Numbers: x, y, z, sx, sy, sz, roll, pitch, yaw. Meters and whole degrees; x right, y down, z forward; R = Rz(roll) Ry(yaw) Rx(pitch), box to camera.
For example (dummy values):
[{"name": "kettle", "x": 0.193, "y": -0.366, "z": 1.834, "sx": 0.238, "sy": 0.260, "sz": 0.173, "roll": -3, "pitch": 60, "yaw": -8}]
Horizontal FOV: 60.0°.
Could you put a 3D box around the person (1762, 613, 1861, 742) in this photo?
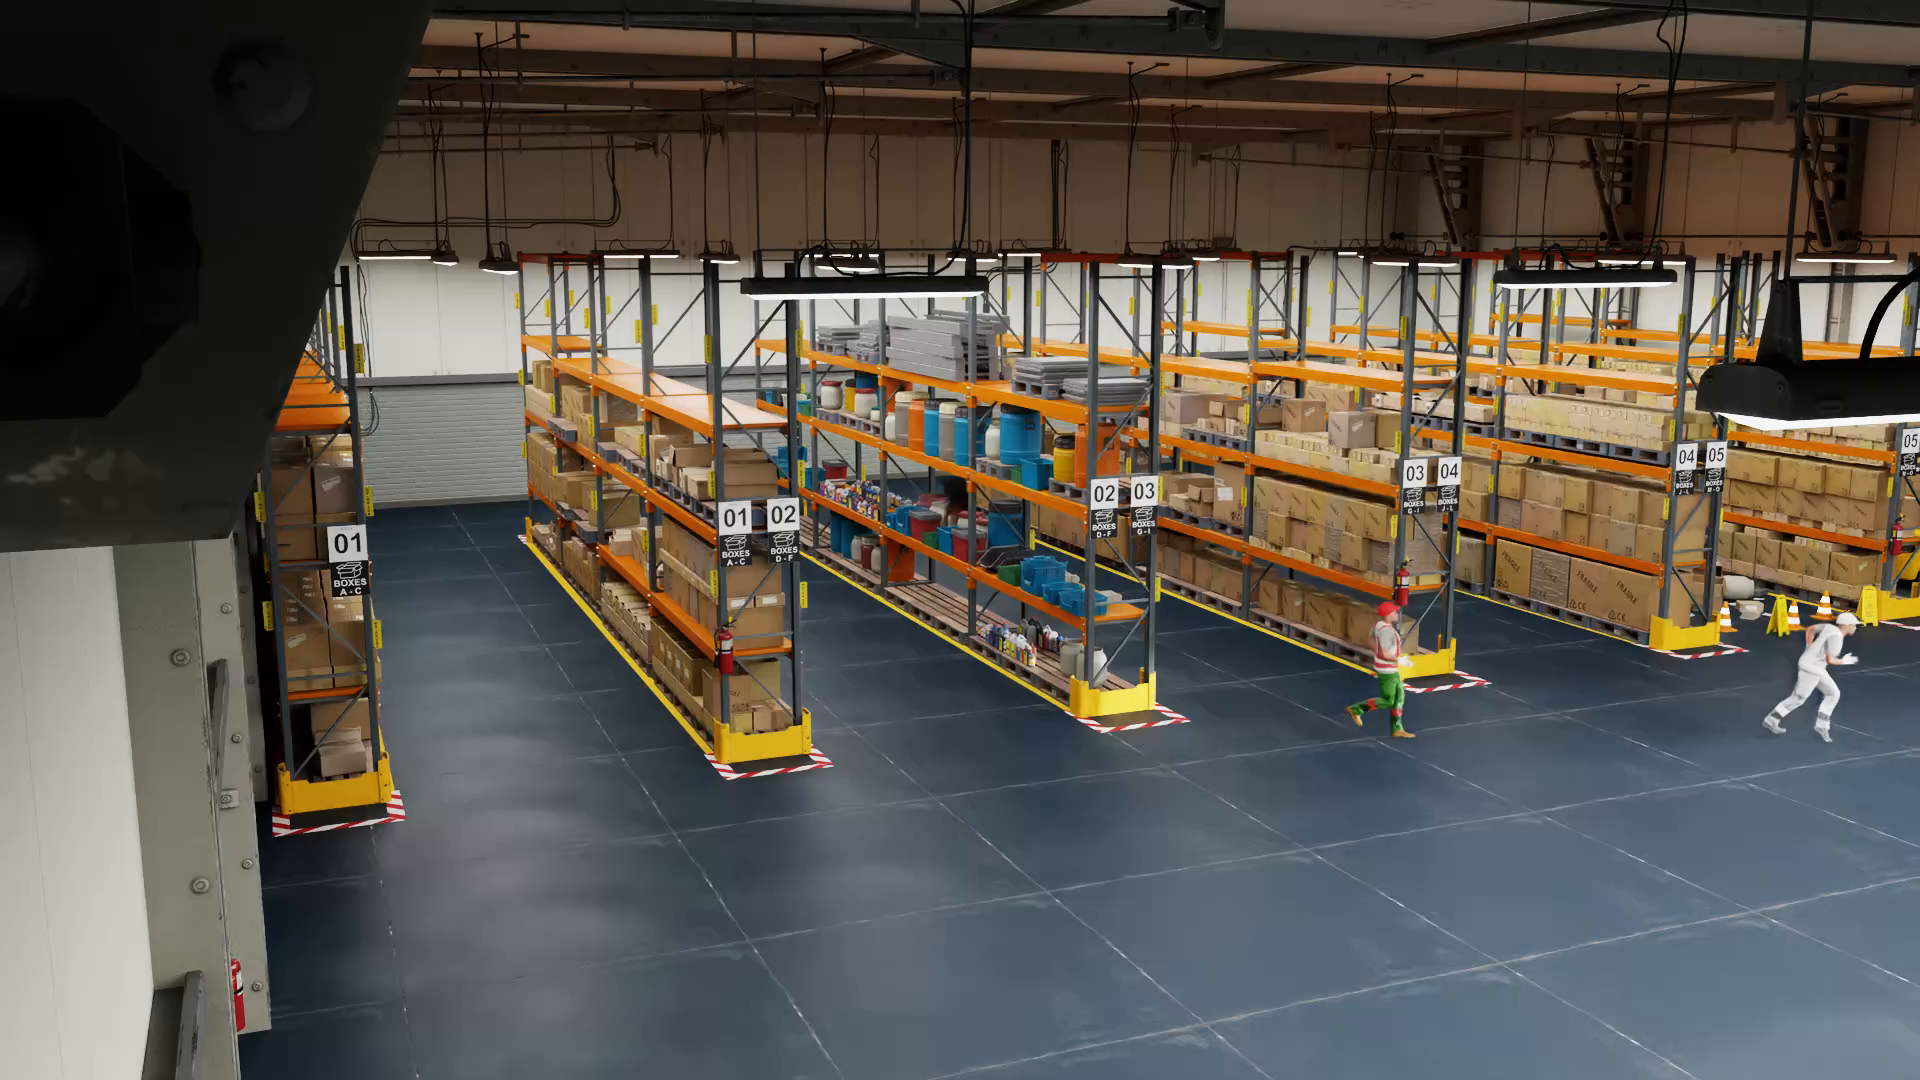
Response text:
[{"name": "person", "x": 10.781, "y": 1.730, "z": 21.077, "sx": 1.014, "sy": 1.717, "sz": 0.705, "roll": 4, "pitch": 11, "yaw": 21}]

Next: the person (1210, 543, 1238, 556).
[{"name": "person", "x": 5.172, "y": -0.349, "z": 32.153, "sx": 0.704, "sy": 1.749, "sz": 0.828, "roll": -5, "pitch": 12, "yaw": -26}]

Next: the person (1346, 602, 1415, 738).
[{"name": "person", "x": 5.378, "y": 1.650, "z": 21.146, "sx": 0.873, "sy": 1.772, "sz": 0.666, "roll": 2, "pitch": 11, "yaw": 9}]
